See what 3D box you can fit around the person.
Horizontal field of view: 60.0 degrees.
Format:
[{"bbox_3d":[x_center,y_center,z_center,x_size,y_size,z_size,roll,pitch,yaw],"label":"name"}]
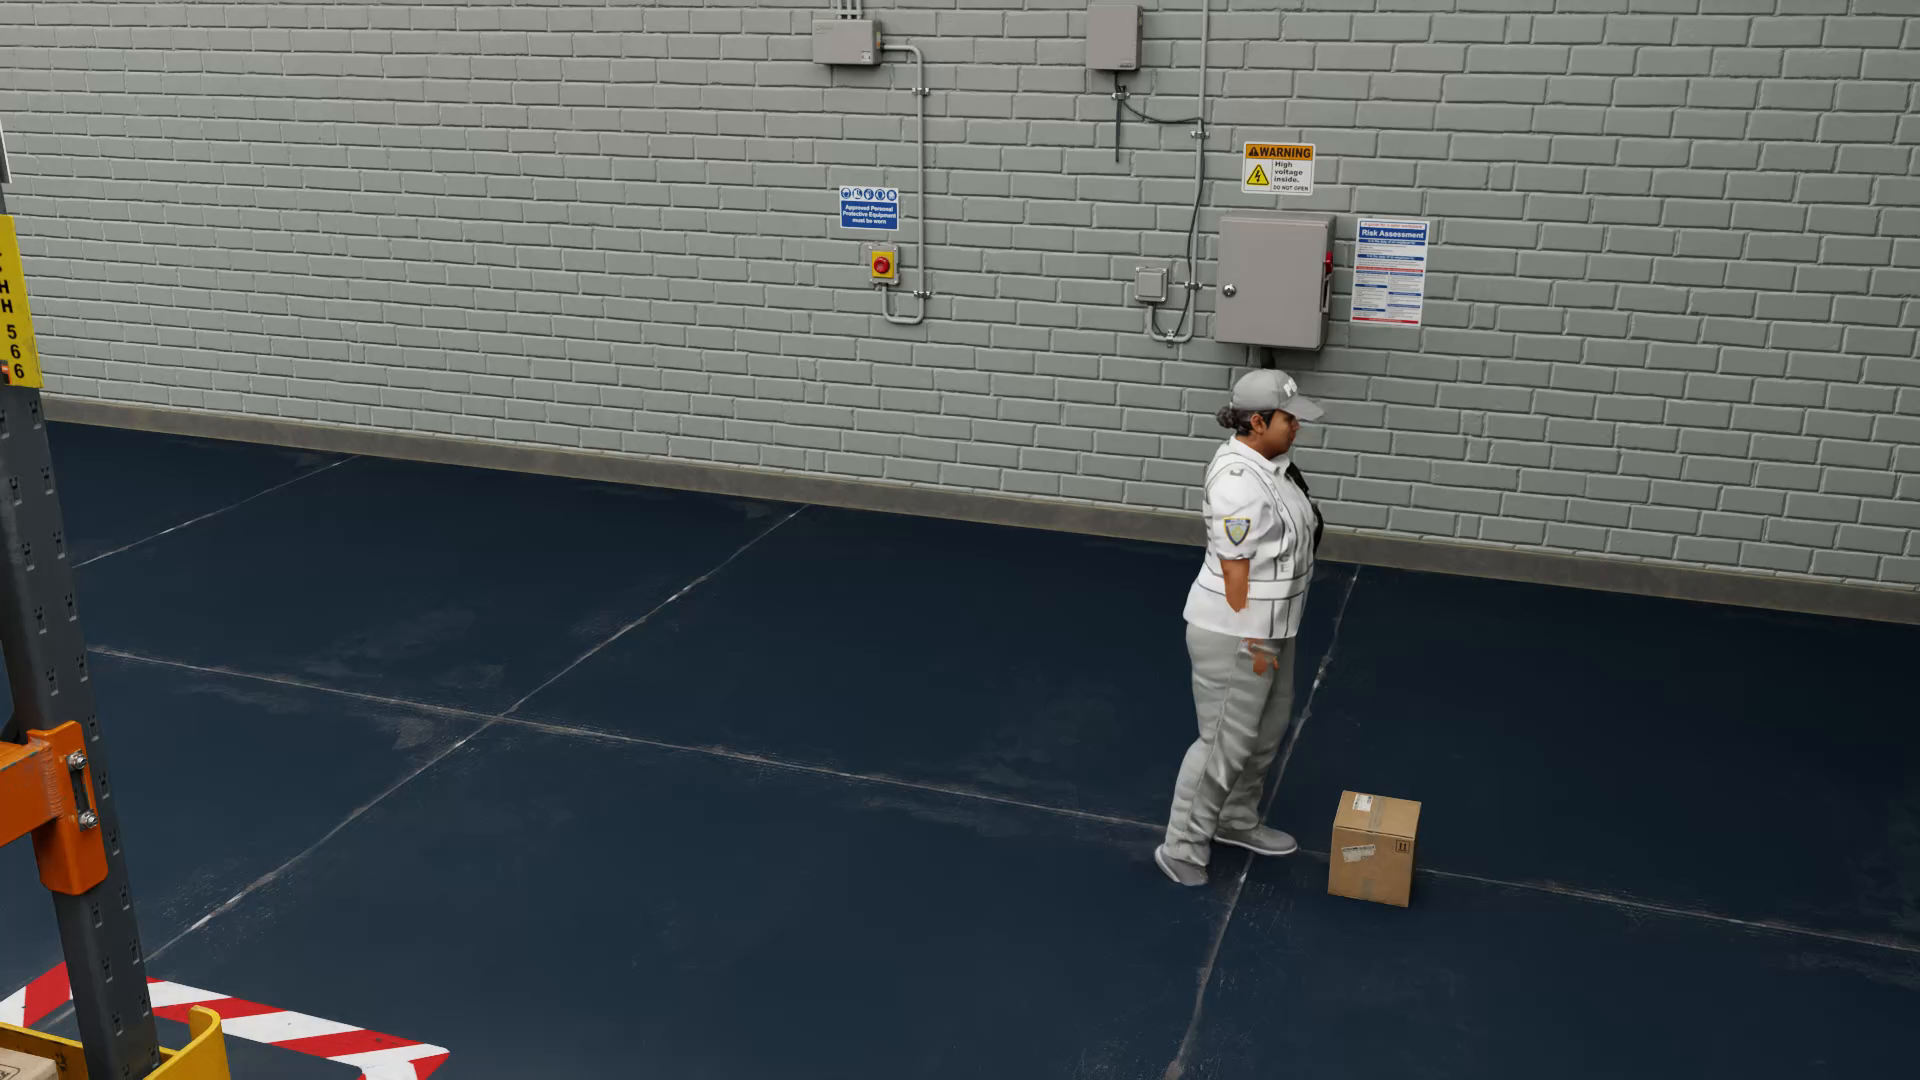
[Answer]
[{"bbox_3d":[0.893,0.328,5.282,0.428,1.777,0.481,7,20,19],"label":"person"}]
